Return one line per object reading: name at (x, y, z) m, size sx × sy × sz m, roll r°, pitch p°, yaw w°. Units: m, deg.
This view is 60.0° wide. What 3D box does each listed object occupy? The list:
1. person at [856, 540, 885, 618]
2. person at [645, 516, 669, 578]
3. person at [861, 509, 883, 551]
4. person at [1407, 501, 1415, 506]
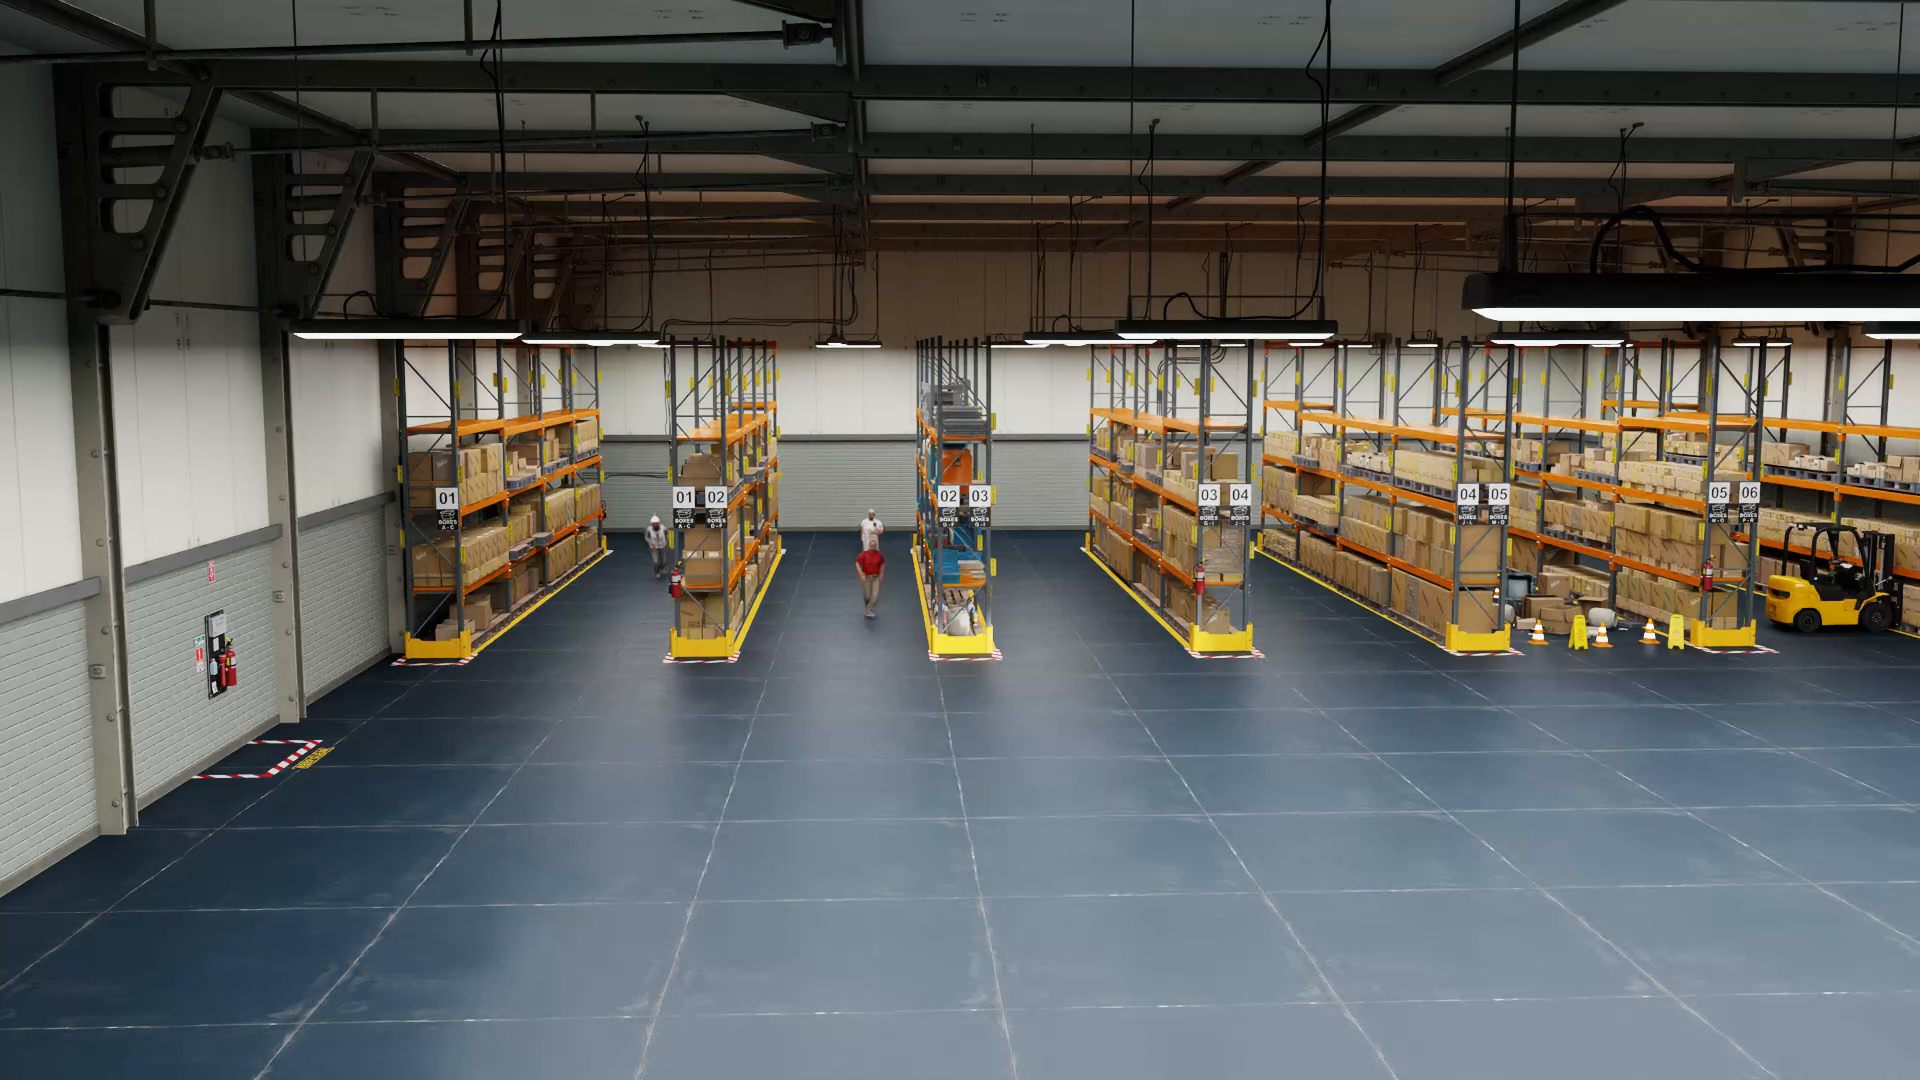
person at (-1.934, 0.822, 35.807) m, size 0.659 × 1.670 × 0.572 m, roll -2°, pitch 7°, yaw -17°
person at (-7.627, 0.165, 41.897) m, size 0.628 × 1.611 × 0.912 m, roll -2°, pitch 7°, yaw -20°
person at (-2.183, -0.014, 41.071) m, size 0.596 × 1.510 × 0.688 m, roll 0°, pitch 7°, yaw 4°
person at (12.077, -0.146, 44.166) m, size 0.684 × 1.730 × 0.779 m, roll -3°, pitch 7°, yaw -23°
